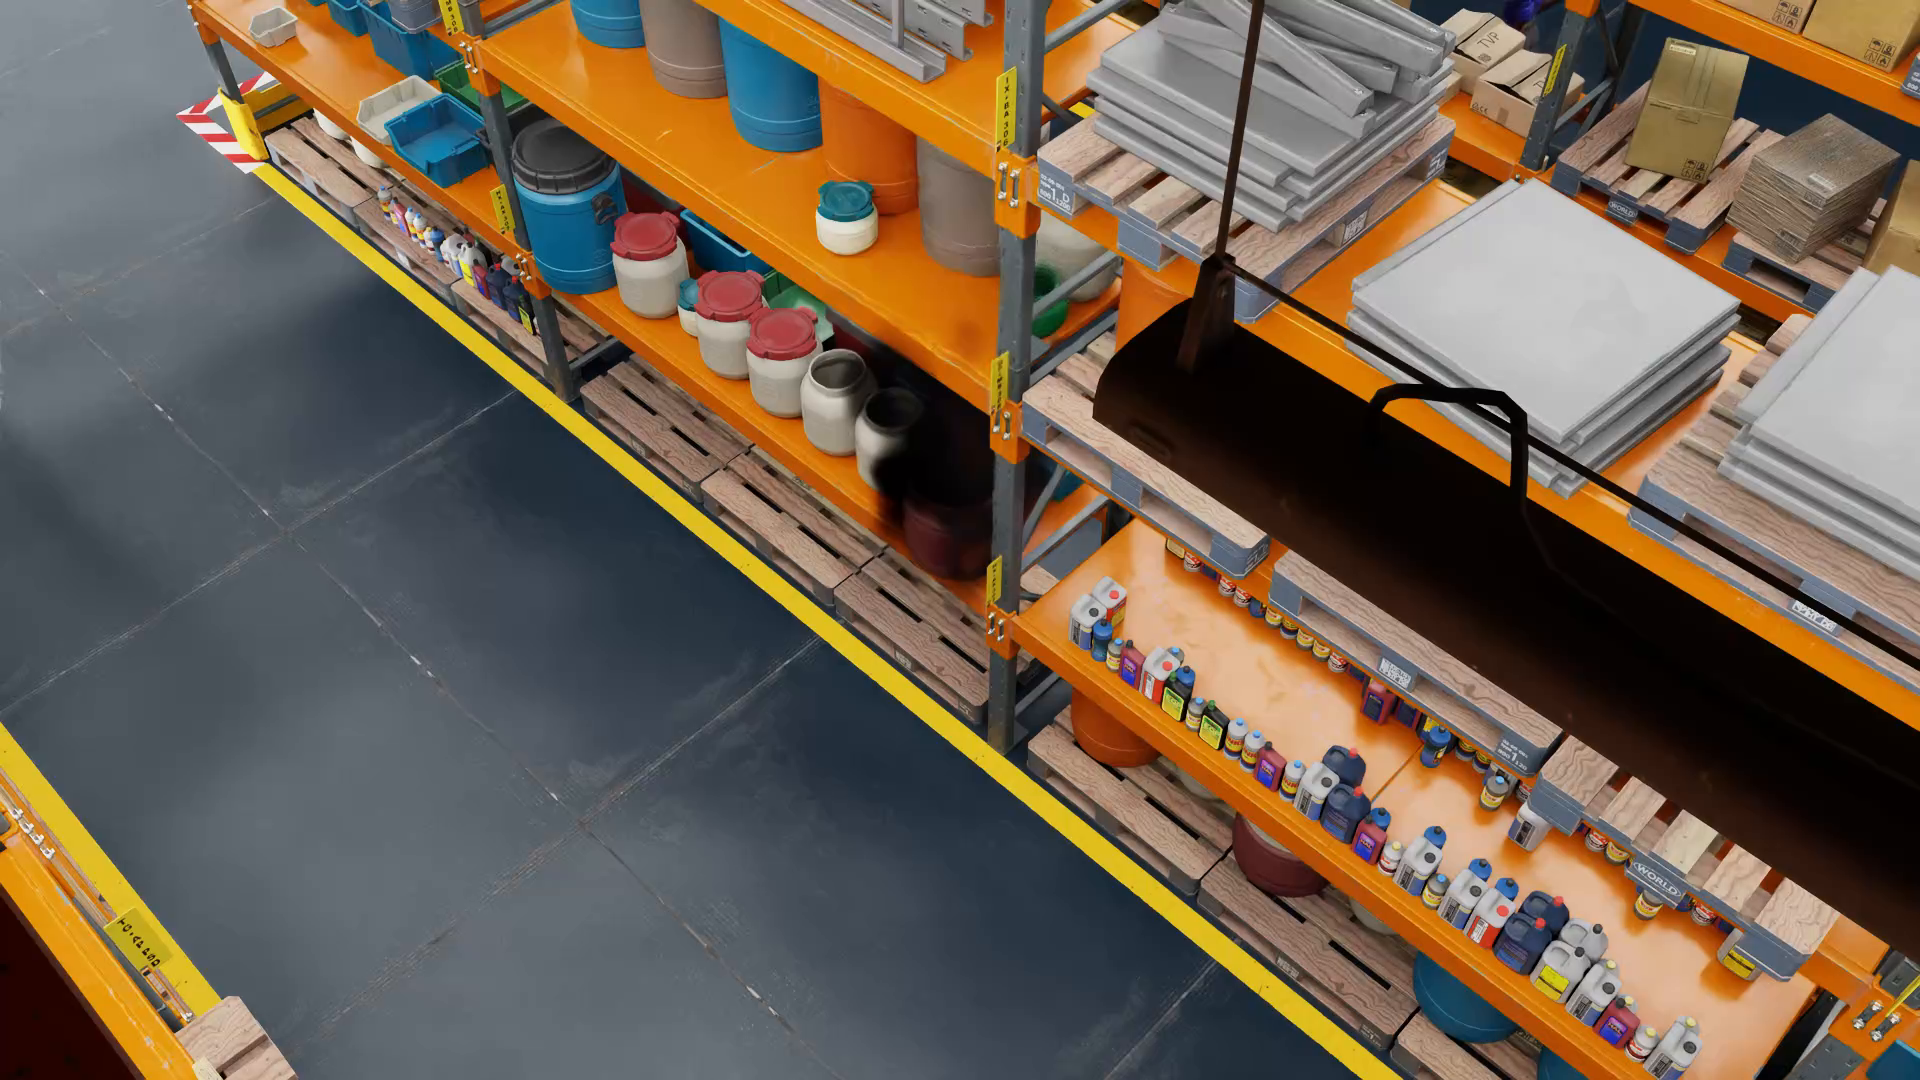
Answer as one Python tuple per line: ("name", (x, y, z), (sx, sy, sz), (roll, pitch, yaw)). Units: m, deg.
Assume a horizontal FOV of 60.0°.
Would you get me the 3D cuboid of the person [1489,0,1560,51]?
("person", (4.210, -3.754, 12.503), (0.565, 1.618, 0.576), (33, 57, 24))
